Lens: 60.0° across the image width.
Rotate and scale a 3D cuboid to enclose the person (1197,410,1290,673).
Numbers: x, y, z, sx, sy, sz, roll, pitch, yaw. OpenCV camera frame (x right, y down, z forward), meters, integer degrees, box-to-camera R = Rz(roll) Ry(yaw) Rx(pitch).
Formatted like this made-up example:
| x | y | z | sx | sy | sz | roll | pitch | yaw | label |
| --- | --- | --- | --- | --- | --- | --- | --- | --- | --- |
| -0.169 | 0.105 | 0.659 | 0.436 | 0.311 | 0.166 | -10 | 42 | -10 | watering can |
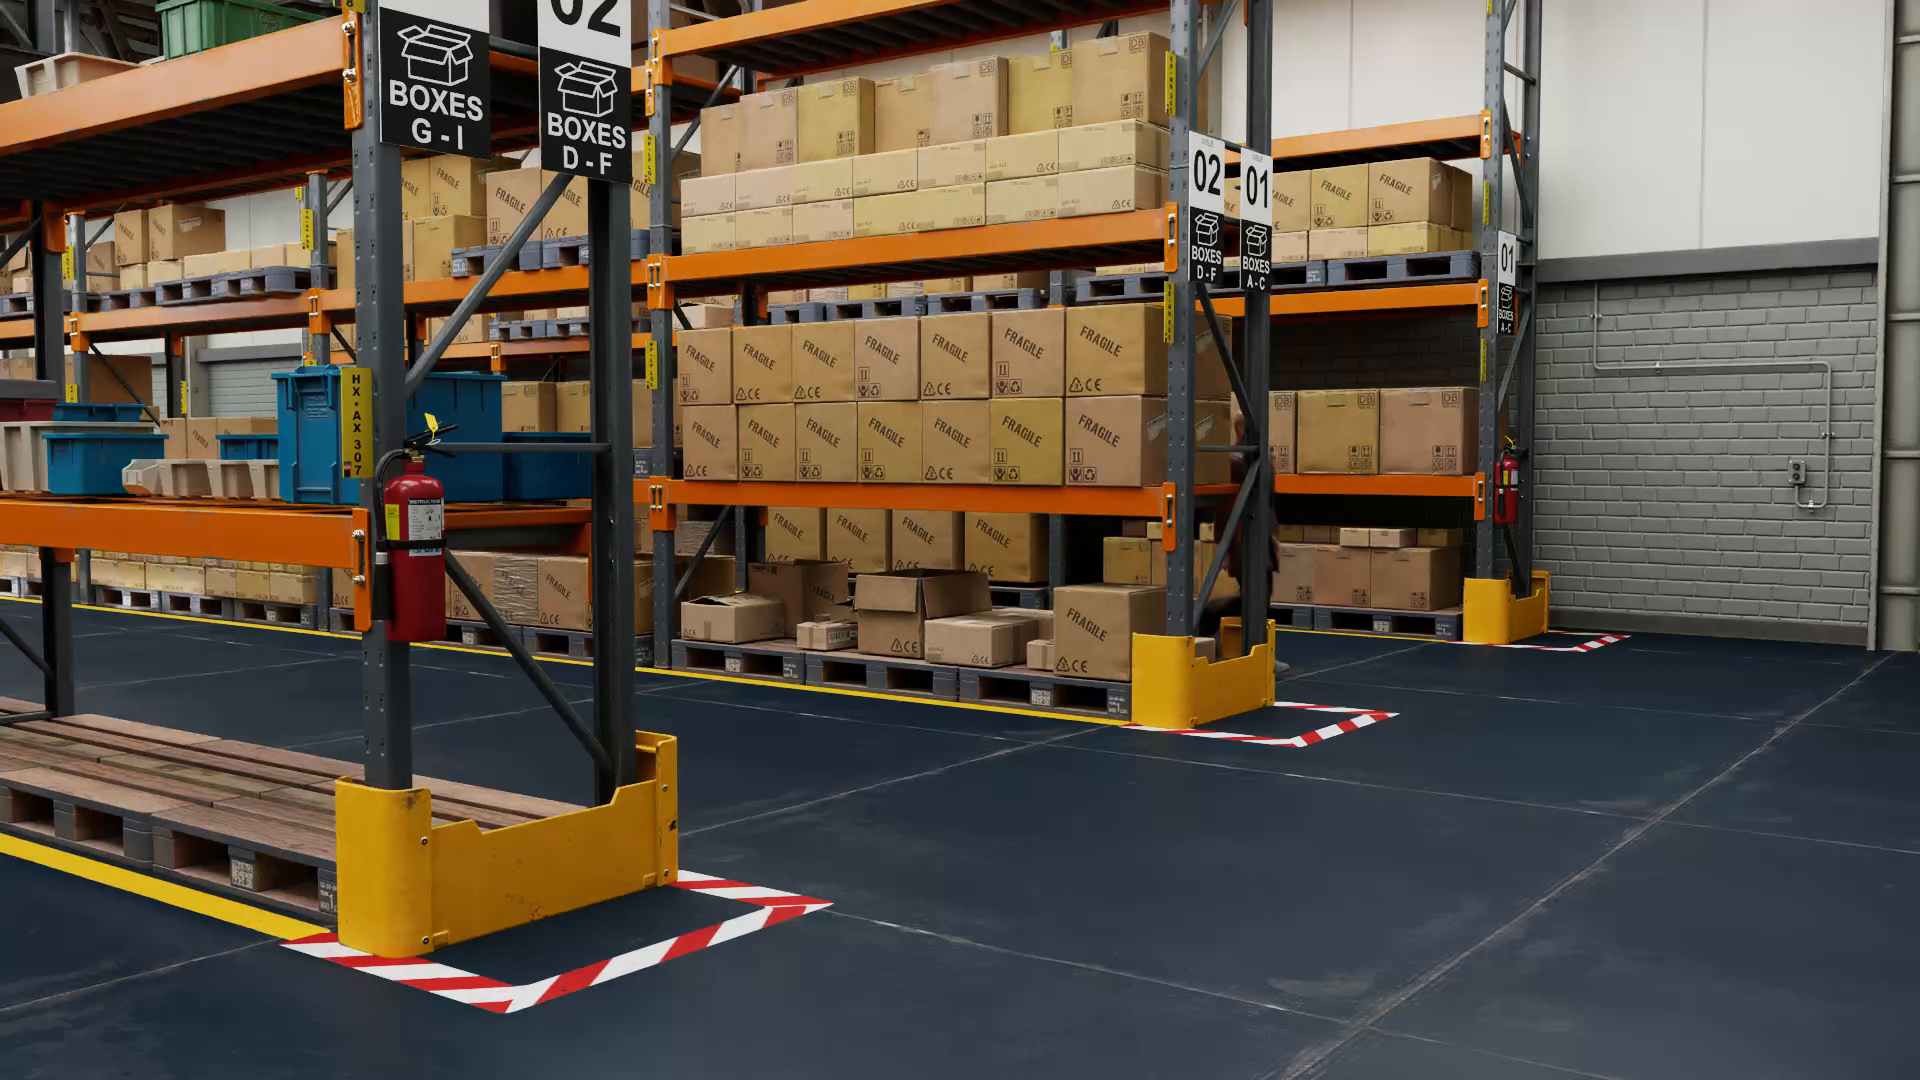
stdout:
| x | y | z | sx | sy | sz | roll | pitch | yaw | label |
| --- | --- | --- | --- | --- | --- | --- | --- | --- | --- |
| 1.857 | -0.001 | 11.118 | 0.842 | 1.756 | 0.587 | 2 | 4 | 36 | person |
